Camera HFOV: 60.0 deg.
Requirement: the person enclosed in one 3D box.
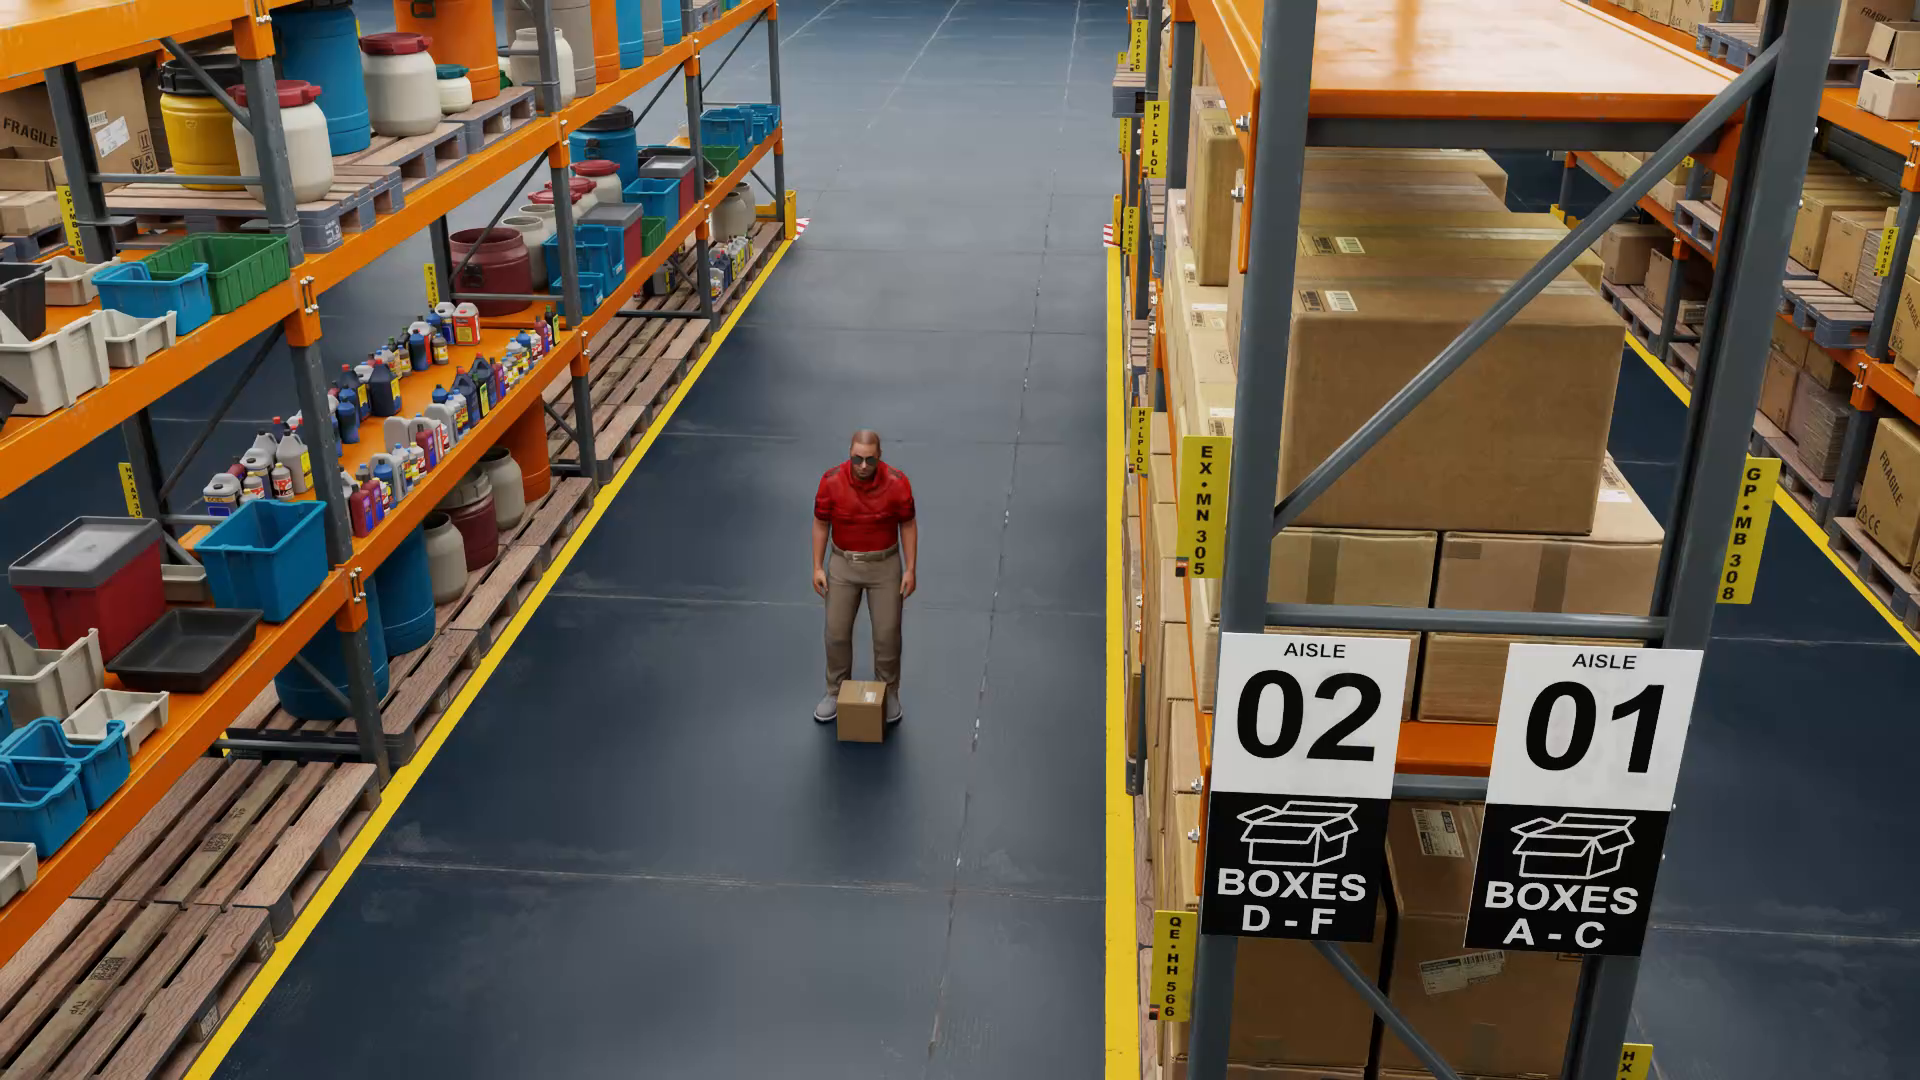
[{"bbox_3d":[-0.531,0.179,9.226,0.593,1.725,0.393,1,24,1],"label":"person"}]
